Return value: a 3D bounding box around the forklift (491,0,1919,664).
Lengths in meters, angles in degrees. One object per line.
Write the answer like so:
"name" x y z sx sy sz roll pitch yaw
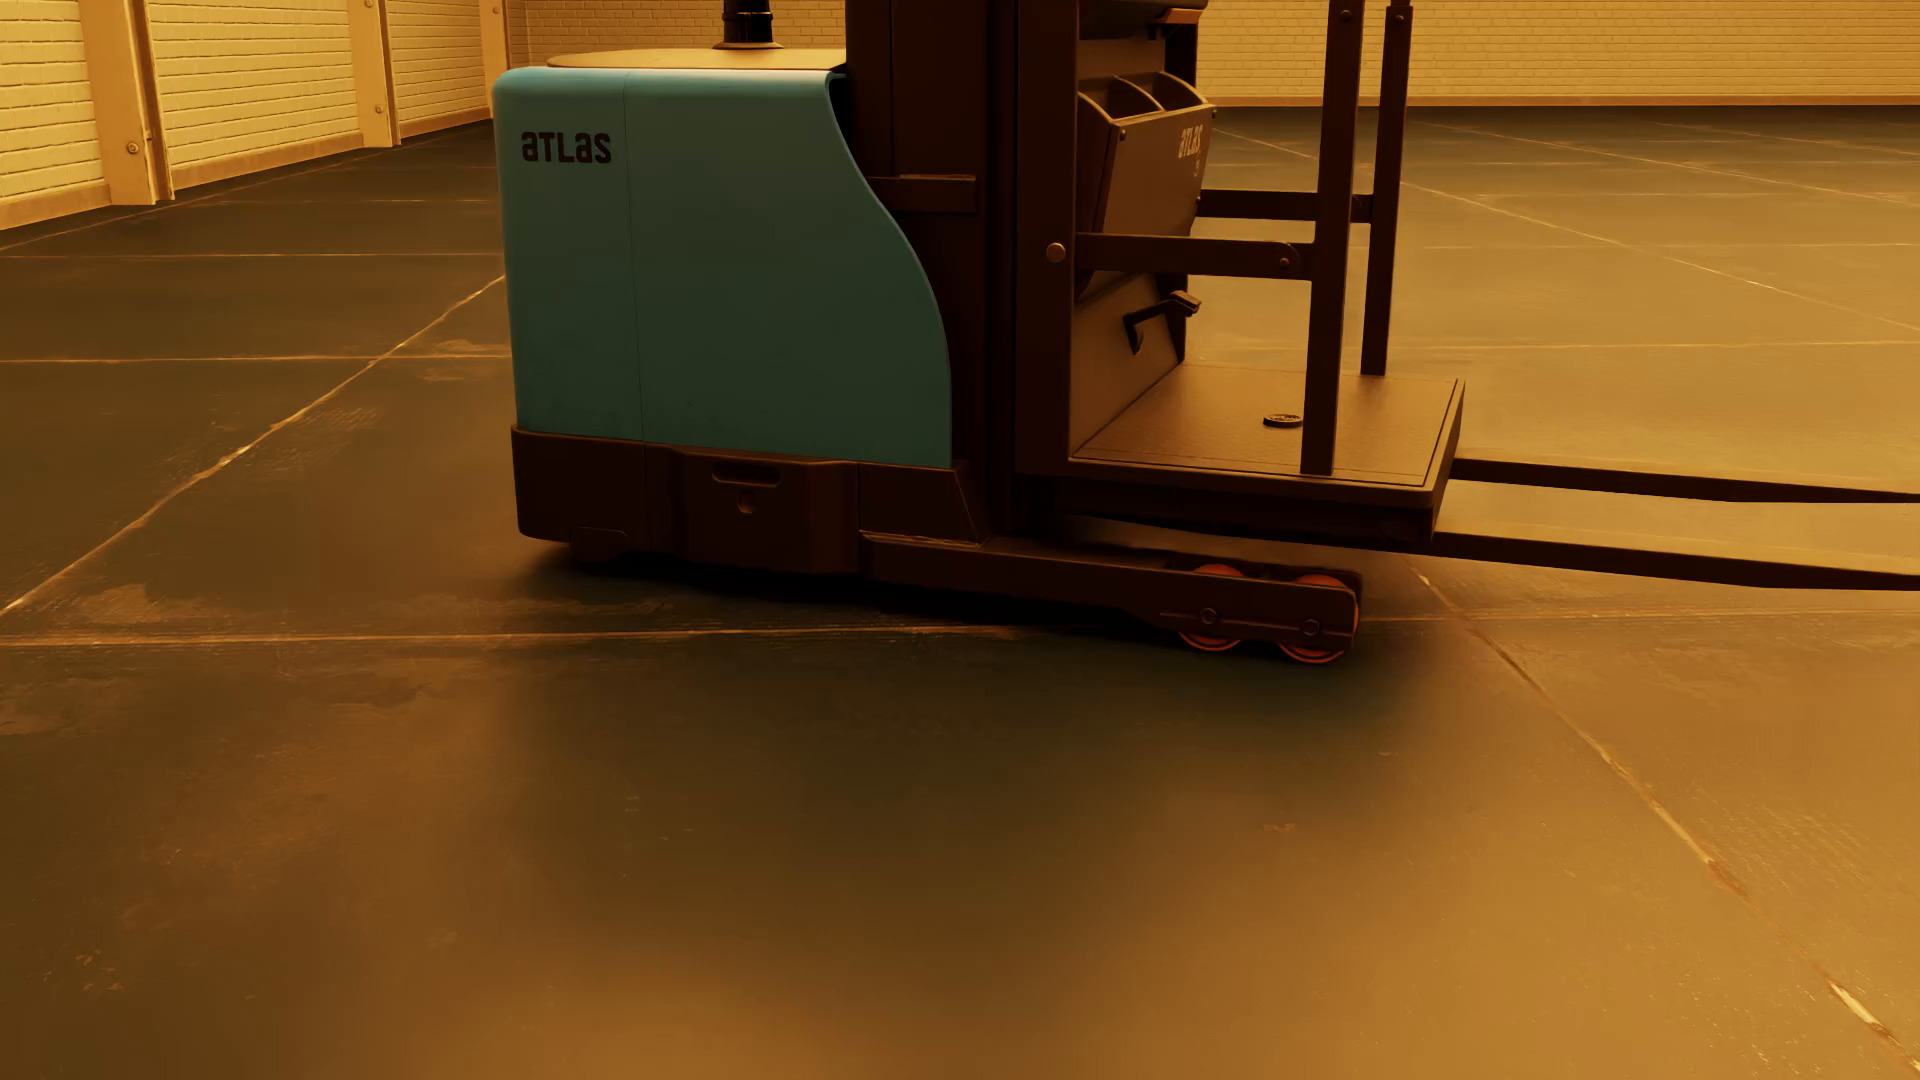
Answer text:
"forklift" 0.576 -1.343 3.296 3.031 2.935 1.130 6 18 18
